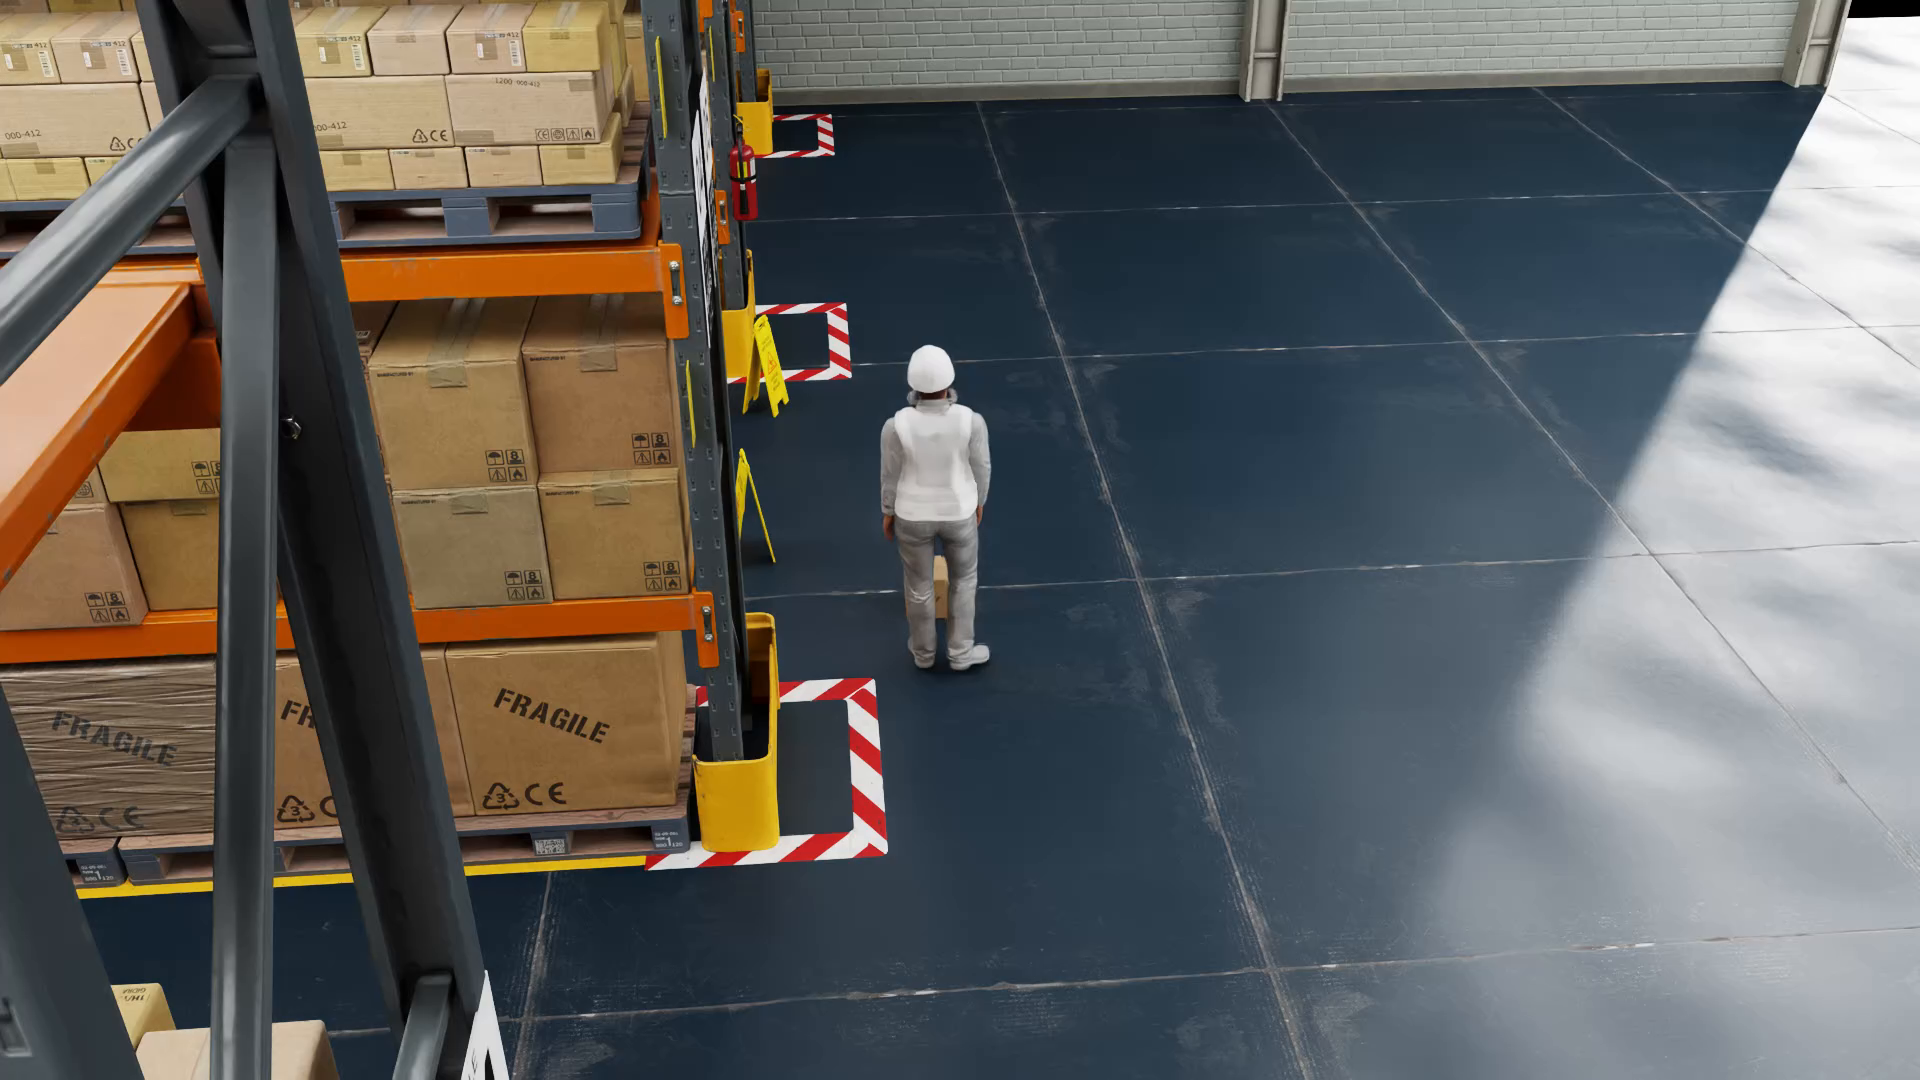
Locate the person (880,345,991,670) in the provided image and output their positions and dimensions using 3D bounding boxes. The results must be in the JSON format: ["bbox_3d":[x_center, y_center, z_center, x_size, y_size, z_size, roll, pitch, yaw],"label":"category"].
[{"bbox_3d":[-0.119,-0.144,8.248,0.546,1.793,0.379,-3,31,-5],"label":"person"}]
